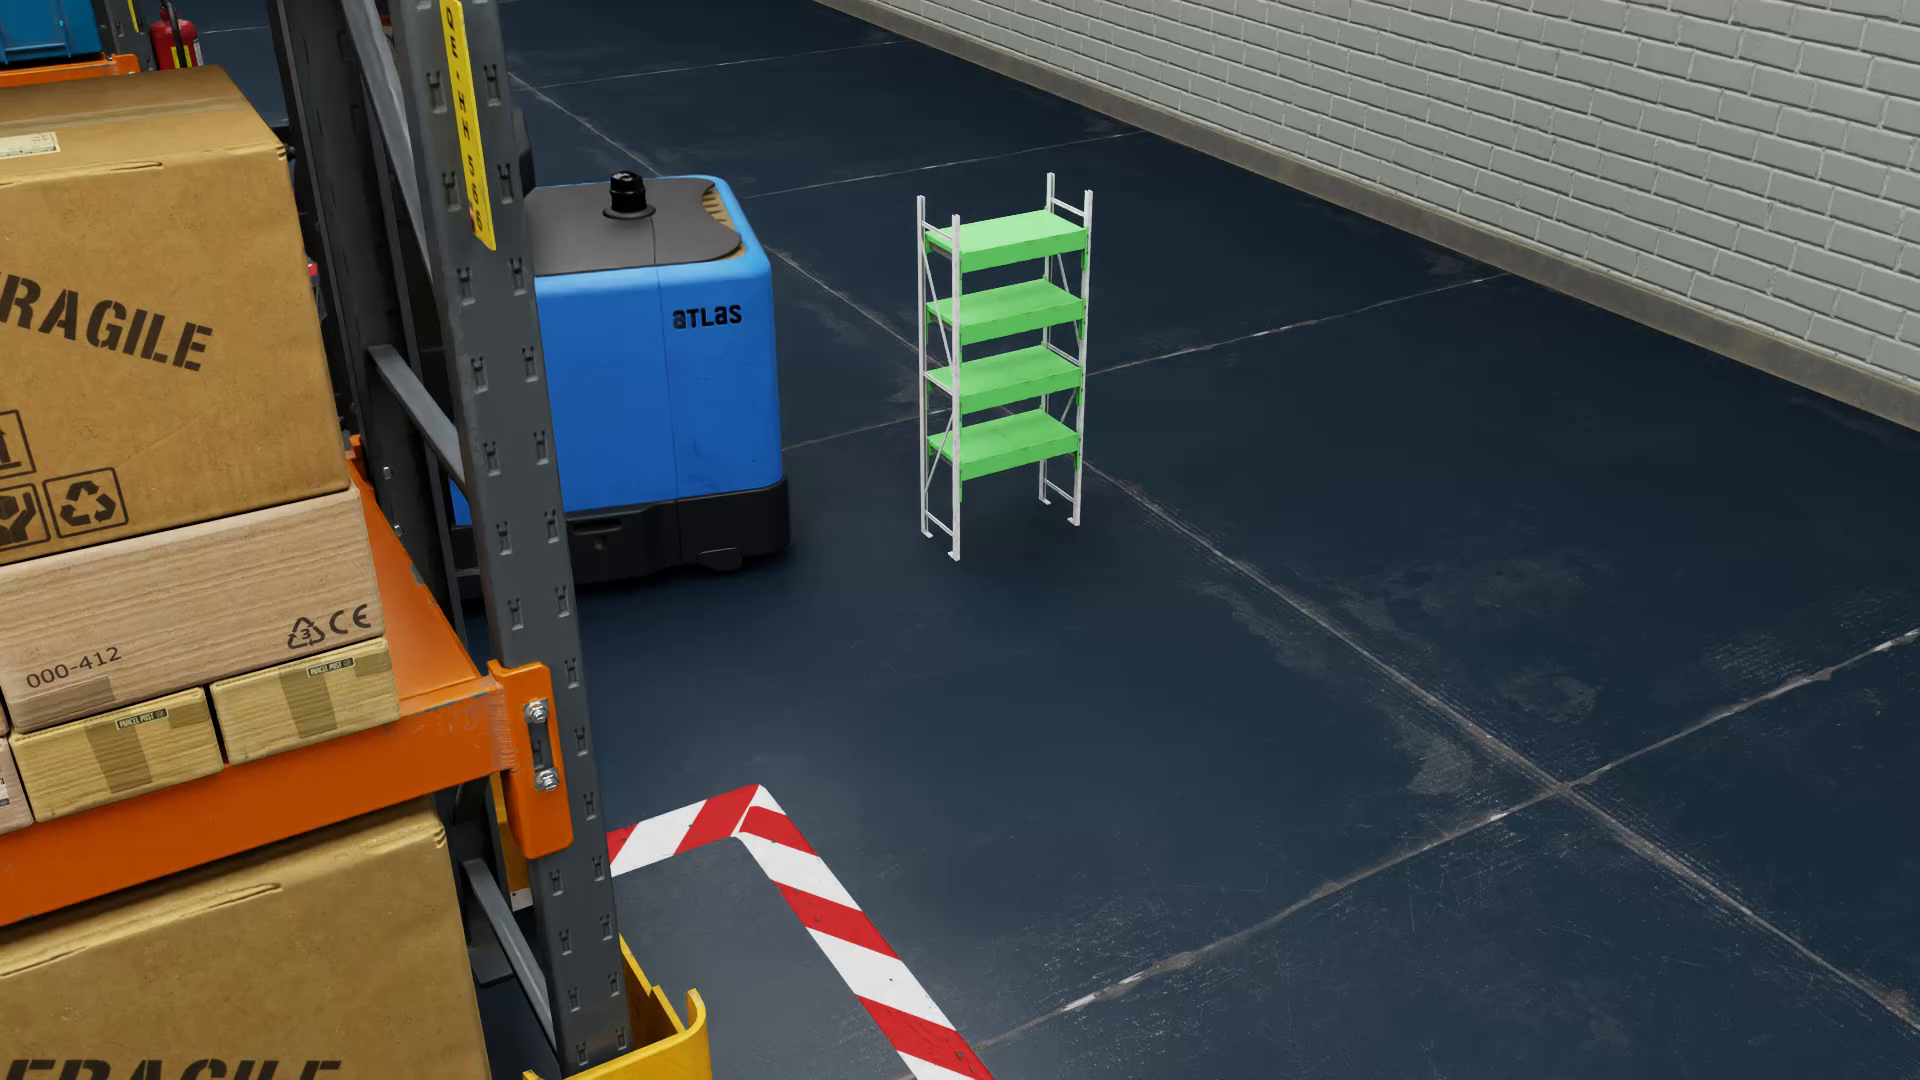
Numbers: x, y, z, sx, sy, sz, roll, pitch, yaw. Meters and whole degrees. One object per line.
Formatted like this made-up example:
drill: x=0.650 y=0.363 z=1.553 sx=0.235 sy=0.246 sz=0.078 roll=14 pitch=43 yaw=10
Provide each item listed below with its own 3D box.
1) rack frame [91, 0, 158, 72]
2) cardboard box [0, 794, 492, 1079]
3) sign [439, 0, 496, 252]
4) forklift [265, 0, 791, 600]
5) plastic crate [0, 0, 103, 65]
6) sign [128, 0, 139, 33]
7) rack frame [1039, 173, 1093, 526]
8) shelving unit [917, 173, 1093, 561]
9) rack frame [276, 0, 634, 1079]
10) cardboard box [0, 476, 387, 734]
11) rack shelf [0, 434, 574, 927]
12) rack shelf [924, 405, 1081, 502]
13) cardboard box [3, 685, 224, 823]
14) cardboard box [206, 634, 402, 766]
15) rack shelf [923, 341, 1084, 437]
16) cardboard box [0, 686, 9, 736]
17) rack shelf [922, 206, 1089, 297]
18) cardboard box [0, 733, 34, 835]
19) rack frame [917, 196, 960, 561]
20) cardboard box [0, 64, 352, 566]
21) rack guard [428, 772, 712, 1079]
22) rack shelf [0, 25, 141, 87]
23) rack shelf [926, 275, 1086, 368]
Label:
rack frame: x=-3.425 y=-2.234 z=6.693 sx=0.127 sy=3.000 sz=1.000 roll=-16 pitch=33 yaw=-26
cardboard box: x=-1.427 y=0.766 z=3.022 sx=0.875 sy=0.875 sz=0.875 roll=-16 pitch=33 yaw=-26
sign: x=-0.653 y=-0.552 z=2.202 sx=0.005 sy=0.325 sz=0.100 roll=-16 pitch=33 yaw=-26
forklift: x=-2.145 y=-1.233 z=4.951 sx=3.031 sy=2.935 sz=1.130 roll=-8 pitch=30 yaw=-14
plastic crate: x=-3.619 y=-2.116 z=6.381 sx=0.499 sy=0.435 sz=0.616 roll=-16 pitch=33 yaw=-26
sign: x=-3.132 y=-2.080 z=6.246 sx=0.005 sy=0.325 sz=0.100 roll=-16 pitch=33 yaw=-26
rack frame: x=0.353 y=-0.626 z=5.642 sx=0.015 sy=1.200 sz=0.240 roll=-16 pitch=33 yaw=-26
shelving unit: x=0.143 y=-0.566 z=5.534 sx=0.503 sy=1.200 sz=0.258 roll=-16 pitch=33 yaw=-26
rack frame: x=-0.916 y=-0.171 z=2.955 sx=0.127 sy=3.000 sz=1.000 roll=-16 pitch=33 yaw=-26
cardboard box: x=-1.199 y=-0.006 z=2.504 sx=0.500 sy=0.250 sz=0.500 roll=-16 pitch=33 yaw=-27
rack shelf: x=-2.640 y=0.634 z=2.241 sx=4.000 sy=0.370 sz=1.077 roll=-16 pitch=33 yaw=-26
rack shelf: x=0.143 y=-0.300 z=5.680 sx=0.480 sy=0.148 sz=0.258 roll=-16 pitch=33 yaw=-26
cardboard box: x=-1.279 y=0.228 z=2.492 sx=0.250 sy=0.149 sz=0.380 roll=-15 pitch=32 yaw=-26
cardboard box: x=-1.056 y=0.164 z=2.609 sx=0.250 sy=0.149 sz=0.380 roll=-15 pitch=32 yaw=-25
rack shelf: x=0.143 y=-0.510 z=5.564 sx=0.480 sy=0.148 sz=0.258 roll=-16 pitch=33 yaw=-26
cardboard box: x=-1.637 y=0.118 z=2.279 sx=0.500 sy=0.250 sz=0.500 roll=-16 pitch=33 yaw=-27
rack shelf: x=0.143 y=-0.930 z=5.332 sx=0.480 sy=0.148 sz=0.258 roll=-16 pitch=33 yaw=-26
cardboard box: x=-1.497 y=0.289 z=2.381 sx=0.250 sy=0.149 sz=0.380 roll=-16 pitch=33 yaw=-26
rack frame: x=-0.068 y=-0.506 z=5.425 sx=0.015 sy=1.200 sz=0.240 roll=-16 pitch=33 yaw=-26
cardboard box: x=-1.203 y=-0.335 z=2.323 sx=0.500 sy=0.500 sz=0.500 roll=-15 pitch=32 yaw=-26
rack guard: x=-0.895 y=0.918 z=3.569 sx=0.348 sy=0.500 sz=1.175 roll=-16 pitch=33 yaw=-26
rack shelf: x=-5.149 y=-1.429 z=5.980 sx=4.000 sy=0.370 sz=1.077 roll=-16 pitch=33 yaw=-26
rack shelf: x=0.143 y=-0.720 z=5.448 sx=0.480 sy=0.148 sz=0.258 roll=-16 pitch=33 yaw=-26
